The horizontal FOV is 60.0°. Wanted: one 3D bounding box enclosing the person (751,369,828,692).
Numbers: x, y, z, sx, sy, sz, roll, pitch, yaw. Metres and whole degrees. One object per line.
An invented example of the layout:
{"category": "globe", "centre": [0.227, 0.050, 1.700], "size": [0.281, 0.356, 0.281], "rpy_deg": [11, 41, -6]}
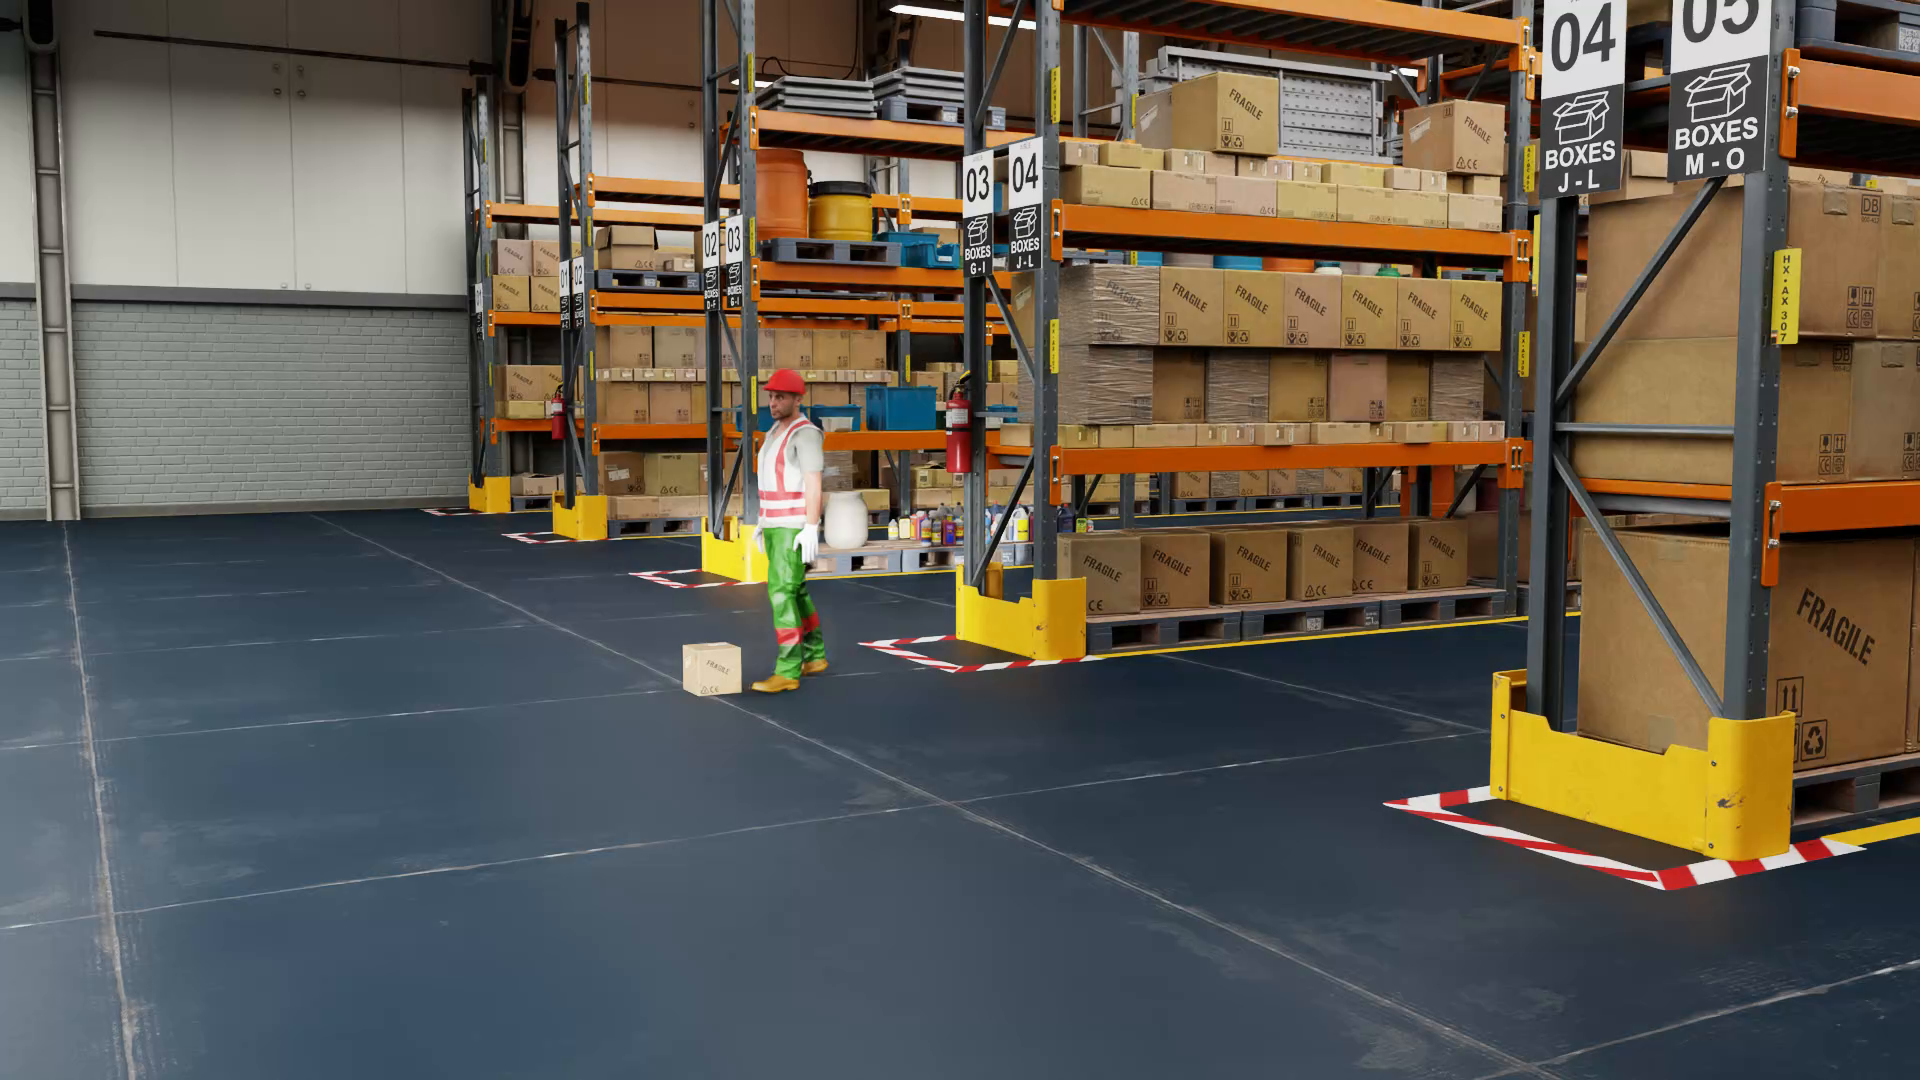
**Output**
{"category": "person", "centre": [-0.967, -0.059, 9.382], "size": [0.623, 1.802, 0.613], "rpy_deg": [-3, 6, -29]}
